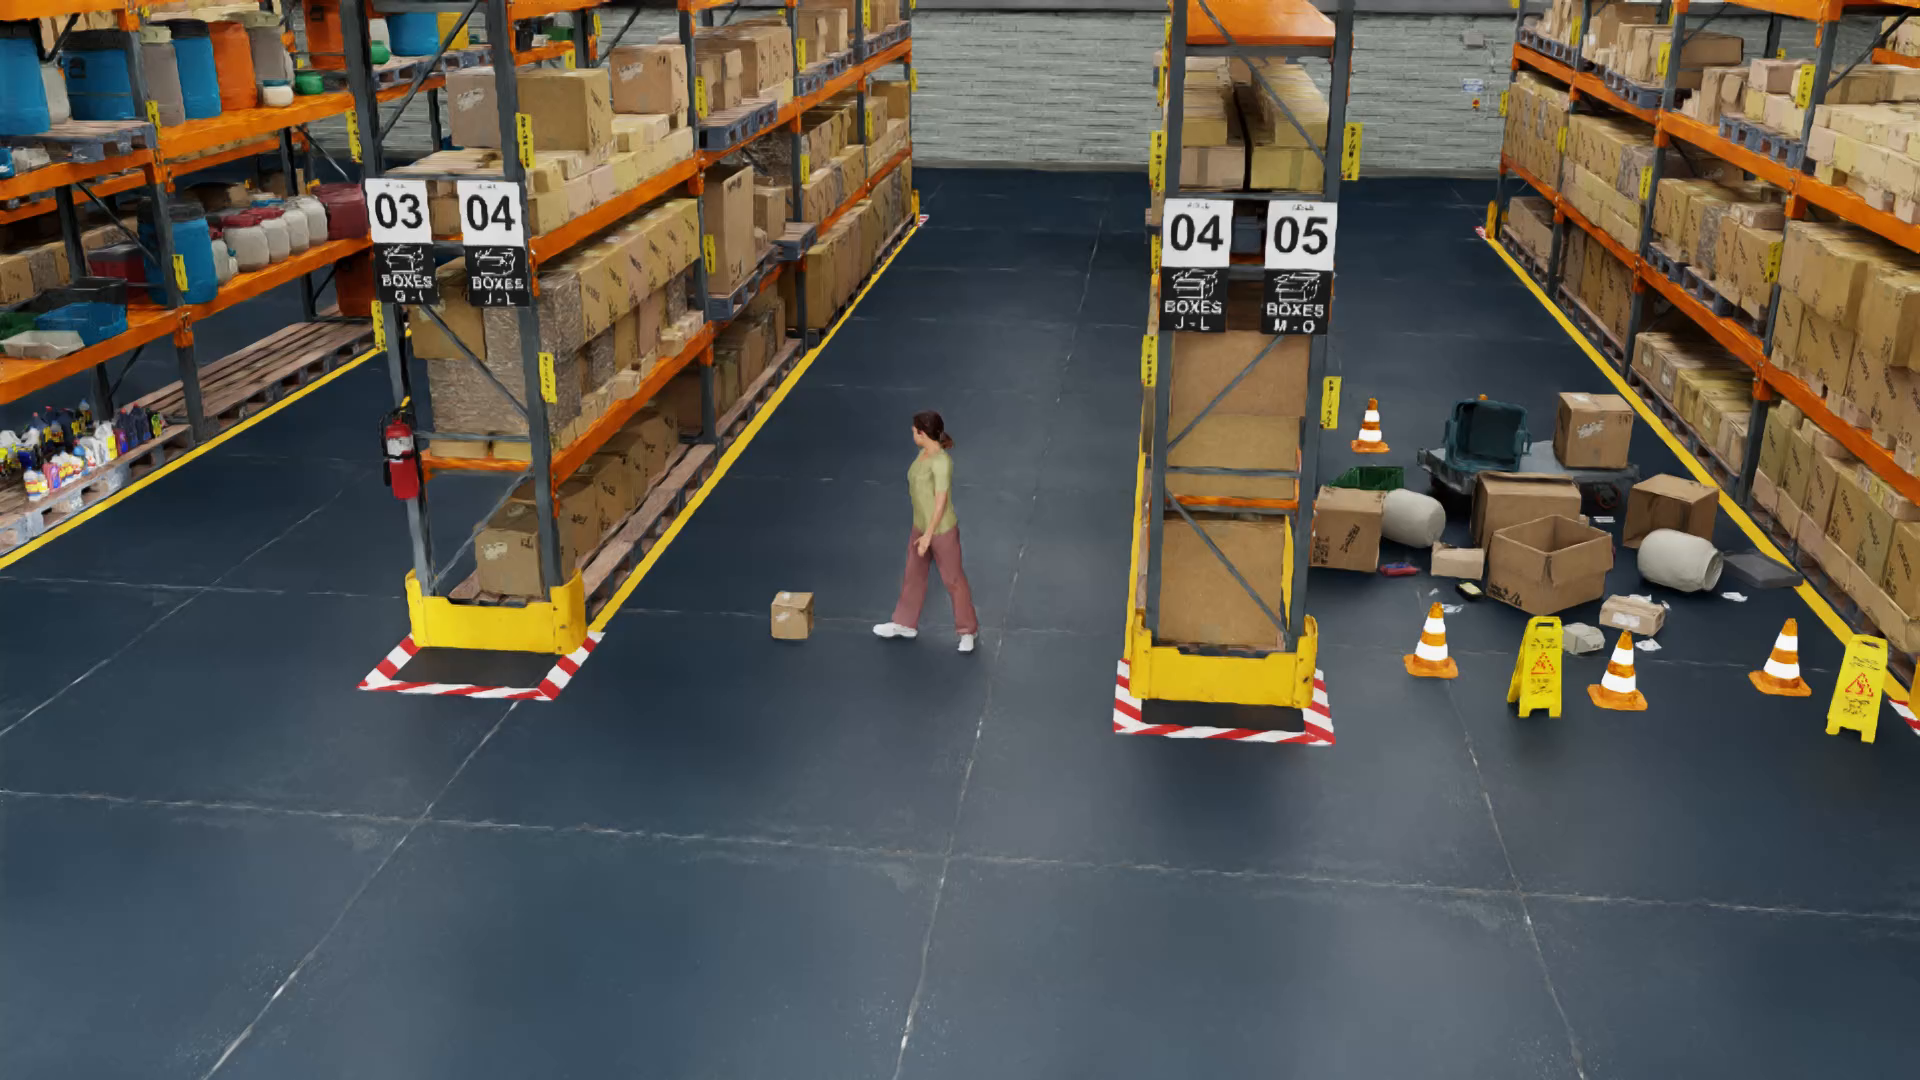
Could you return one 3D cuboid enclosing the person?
[{"bbox_3d":[-0.203,-0.073,11.223,0.654,1.661,0.570,-10,23,-23],"label":"person"}]
